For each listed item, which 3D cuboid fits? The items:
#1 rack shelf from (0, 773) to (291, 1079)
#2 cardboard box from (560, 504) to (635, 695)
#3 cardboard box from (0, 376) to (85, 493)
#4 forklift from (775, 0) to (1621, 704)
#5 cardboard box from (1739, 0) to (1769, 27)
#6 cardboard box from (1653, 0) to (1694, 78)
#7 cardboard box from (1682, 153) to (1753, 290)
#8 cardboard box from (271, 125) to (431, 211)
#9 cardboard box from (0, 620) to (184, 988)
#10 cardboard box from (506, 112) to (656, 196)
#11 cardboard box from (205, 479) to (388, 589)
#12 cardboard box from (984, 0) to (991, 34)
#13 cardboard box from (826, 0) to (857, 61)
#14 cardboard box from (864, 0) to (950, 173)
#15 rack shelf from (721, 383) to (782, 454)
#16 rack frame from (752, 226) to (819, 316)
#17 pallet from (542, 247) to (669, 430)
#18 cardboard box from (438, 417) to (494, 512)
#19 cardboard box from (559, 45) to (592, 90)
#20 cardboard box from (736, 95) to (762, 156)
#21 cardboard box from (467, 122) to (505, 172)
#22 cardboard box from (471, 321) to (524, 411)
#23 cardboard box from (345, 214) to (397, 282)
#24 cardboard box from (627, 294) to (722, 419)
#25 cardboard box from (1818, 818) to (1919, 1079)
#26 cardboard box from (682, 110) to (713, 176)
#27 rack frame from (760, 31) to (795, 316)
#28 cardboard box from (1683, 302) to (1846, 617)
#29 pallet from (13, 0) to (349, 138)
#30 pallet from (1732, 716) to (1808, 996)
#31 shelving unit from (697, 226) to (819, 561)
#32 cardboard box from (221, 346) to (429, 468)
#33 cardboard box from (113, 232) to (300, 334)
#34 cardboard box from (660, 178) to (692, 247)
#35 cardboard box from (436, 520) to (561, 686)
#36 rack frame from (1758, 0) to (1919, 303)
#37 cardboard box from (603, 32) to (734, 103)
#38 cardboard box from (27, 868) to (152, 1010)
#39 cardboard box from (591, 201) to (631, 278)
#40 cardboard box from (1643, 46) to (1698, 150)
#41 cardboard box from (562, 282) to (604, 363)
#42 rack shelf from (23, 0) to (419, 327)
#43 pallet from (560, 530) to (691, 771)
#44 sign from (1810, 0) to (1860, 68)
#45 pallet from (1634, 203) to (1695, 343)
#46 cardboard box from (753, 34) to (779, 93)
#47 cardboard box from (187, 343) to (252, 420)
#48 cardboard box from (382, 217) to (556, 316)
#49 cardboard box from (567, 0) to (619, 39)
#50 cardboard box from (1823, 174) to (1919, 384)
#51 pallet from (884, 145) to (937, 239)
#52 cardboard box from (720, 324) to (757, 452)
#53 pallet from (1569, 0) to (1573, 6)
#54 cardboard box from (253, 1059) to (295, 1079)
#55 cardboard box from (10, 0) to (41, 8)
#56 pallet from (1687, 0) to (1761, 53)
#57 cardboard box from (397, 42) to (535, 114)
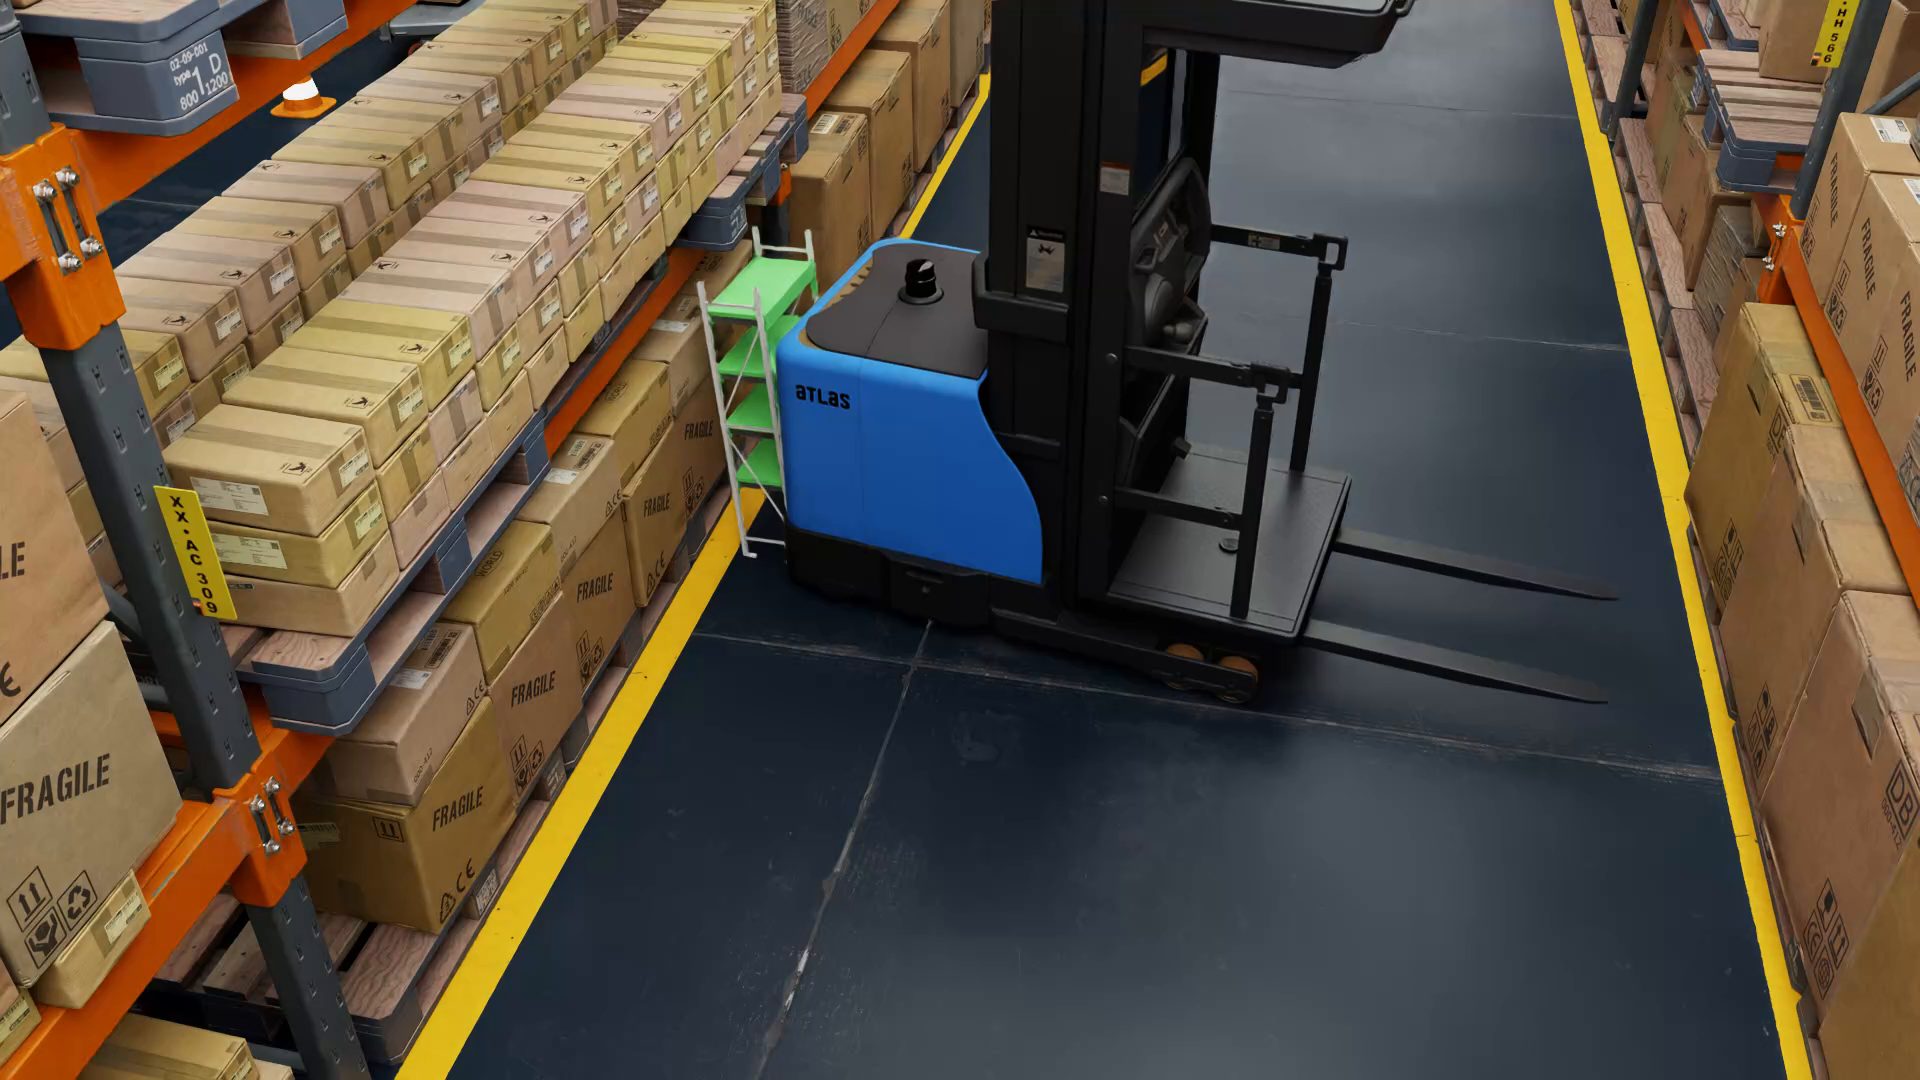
[{"bbox_3d":[-2.530,1.754,2.386,1.077,0.370,4.000,7,37,10],"label":"rack shelf"},{"bbox_3d":[-1.476,0.163,5.742,0.500,0.500,0.500,8,37,11],"label":"cardboard box"},{"bbox_3d":[-2.208,-0.247,3.884,0.380,0.149,0.250,9,37,12],"label":"cardboard box"},{"bbox_3d":[0.897,-0.959,5.575,3.031,2.935,1.130,13,38,17],"label":"forklift"},{"bbox_3d":[3.668,-2.403,7.266,0.396,0.266,0.258,6,36,9],"label":"cardboard box"},{"bbox_3d":[4.554,-2.973,10.067,0.500,0.500,0.500,6,36,9],"label":"cardboard box"},{"bbox_3d":[3.919,-1.495,8.012,0.700,0.500,0.500,10,37,14],"label":"cardboard box"},{"bbox_3d":[-1.873,-1.149,5.129,0.380,0.149,0.250,7,36,9],"label":"cardboard box"},{"bbox_3d":[-1.930,0.468,3.209,0.500,0.500,0.500,7,37,10],"label":"cardboard box"},{"bbox_3d":[-1.184,-1.206,5.208,0.380,0.149,0.250,9,37,12],"label":"cardboard box"},{"bbox_3d":[-1.569,-0.040,3.853,0.380,0.149,0.250,8,37,11],"label":"cardboard box"},{"bbox_3d":[-0.191,-3.931,11.071,0.875,0.875,0.875,8,37,11],"label":"cardboard box"},{"bbox_3d":[-0.783,-2.533,7.603,0.500,0.500,0.500,7,37,10],"label":"cardboard box"},{"bbox_3d":[-0.649,-2.609,9.353,1.050,0.750,0.750,7,37,10],"label":"cardboard box"},{"bbox_3d":[-0.712,-0.503,6.517,0.258,0.148,0.480,7,36,17],"label":"rack shelf"},{"bbox_3d":[-0.641,-0.692,6.668,0.240,1.200,0.015,7,36,17],"label":"rack frame"},{"bbox_3d":[-1.631,-0.759,5.405,1.003,0.211,1.213,7,37,10],"label":"pallet"},{"bbox_3d":[-1.459,-0.223,4.357,0.380,0.149,0.250,8,37,10],"label":"cardboard box"},{"bbox_3d":[-1.604,-1.758,6.222,0.380,0.149,0.250,9,37,12],"label":"cardboard box"},{"bbox_3d":[-0.960,-1.563,6.206,0.380,0.149,0.250,7,37,10],"label":"cardboard box"},{"bbox_3d":[-1.765,-1.317,5.614,0.380,0.149,0.250,7,37,10],"label":"cardboard box"},{"bbox_3d":[-1.406,-0.486,4.468,0.380,0.149,0.250,6,36,8],"label":"cardboard box"},{"bbox_3d":[-1.933,-0.881,5.013,0.380,0.149,0.250,7,37,10],"label":"cardboard box"},{"bbox_3d":[-1.236,-0.722,6.324,0.500,0.250,0.500,8,37,11],"label":"cardboard box"},{"bbox_3d":[2.838,1.317,3.830,1.225,0.875,0.875,7,37,10],"label":"cardboard box"},{"bbox_3d":[-1.072,-1.377,5.697,0.380,0.149,0.250,7,37,10],"label":"cardboard box"},{"bbox_3d":[-1.249,-1.977,6.921,1.000,3.000,0.127,7,37,10],"label":"rack frame"},{"bbox_3d":[3.408,-0.214,5.942,1.225,0.875,0.875,6,36,8],"label":"cardboard box"},{"bbox_3d":[-1.867,-1.163,3.402,1.213,0.211,1.003,7,37,10],"label":"pallet"},{"bbox_3d":[3.071,0.972,5.229,1.003,0.211,1.213,7,37,10],"label":"pallet"},{"bbox_3d":[-0.717,-0.556,6.480,0.258,1.200,0.503,7,36,17],"label":"shelving unit"},{"bbox_3d":[-1.516,-0.322,3.987,0.380,0.149,0.250,8,37,11],"label":"cardboard box"},{"bbox_3d":[-2.038,-0.700,4.509,0.380,0.149,0.250,7,37,10],"label":"cardboard box"},{"bbox_3d":[-1.127,-1.118,5.593,0.380,0.149,0.250,6,36,8],"label":"cardboard box"},{"bbox_3d":[-1.576,0.159,5.108,0.500,0.250,0.500,8,37,11],"label":"cardboard box"},{"bbox_3d":[3.575,-1.297,5.984,1.000,3.000,0.127,7,37,10],"label":"rack frame"},{"bbox_3d":[-1.017,-1.654,5.825,0.380,0.149,0.250,8,37,11],"label":"cardboard box"},{"bbox_3d":[-1.884,0.773,3.342,0.380,0.149,0.250,6,36,9],"label":"cardboard box"},{"bbox_3d":[-1.237,-0.937,5.090,0.380,0.149,0.250,7,36,9],"label":"cardboard box"},{"bbox_3d":[4.278,-2.407,9.270,0.700,0.500,0.500,5,36,6],"label":"cardboard box"},{"bbox_3d":[-1.296,-0.669,4.974,0.380,0.149,0.250,7,36,9],"label":"cardboard box"},{"bbox_3d":[-1.676,-1.753,4.670,1.077,0.370,4.000,7,37,10],"label":"rack shelf"},{"bbox_3d":[-1.680,0.297,6.160,1.003,0.211,1.213,7,37,10],"label":"pallet"},{"bbox_3d":[3.043,-1.796,5.753,0.100,0.325,0.005,7,37,10],"label":"sign"},{"bbox_3d":[4.007,-1.313,8.382,1.003,0.211,1.213,7,37,10],"label":"pallet"},{"bbox_3d":[-0.909,-1.825,6.315,0.380,0.149,0.250,8,37,11],"label":"cardboard box"},{"bbox_3d":[-2.100,-0.418,4.374,0.380,0.149,0.250,9,37,12],"label":"cardboard box"},{"bbox_3d":[-1.349,-0.758,4.589,0.380,0.149,0.250,7,37,10],"label":"cardboard box"},{"bbox_3d":[-1.537,-2.043,6.362,0.380,0.149,0.250,7,37,10],"label":"cardboard box"},{"bbox_3d":[3.098,-0.797,5.209,0.500,0.500,0.500,6,36,9],"label":"cardboard box"},{"bbox_3d":[-0.744,-1.988,9.312,1.003,0.211,1.213,7,37,10],"label":"pallet"},{"bbox_3d":[-1.134,-0.725,6.966,0.500,0.500,0.500,7,37,10],"label":"cardboard box"},{"bbox_3d":[5.060,-4.250,12.433,1.003,0.211,1.213,7,37,10],"label":"pallet"},{"bbox_3d":[-1.860,1.401,4.079,0.380,0.149,0.250,8,37,11],"label":"cardboard box"},{"bbox_3d":[-1.915,-1.312,3.005,0.700,0.500,0.500,7,37,10],"label":"cardboard box"},{"bbox_3d":[3.958,-2.359,7.613,1.003,0.211,1.213,7,37,10],"label":"pallet"},{"bbox_3d":[-1.705,-1.599,5.750,0.380,0.149,0.250,6,36,8],"label":"cardboard box"}]
